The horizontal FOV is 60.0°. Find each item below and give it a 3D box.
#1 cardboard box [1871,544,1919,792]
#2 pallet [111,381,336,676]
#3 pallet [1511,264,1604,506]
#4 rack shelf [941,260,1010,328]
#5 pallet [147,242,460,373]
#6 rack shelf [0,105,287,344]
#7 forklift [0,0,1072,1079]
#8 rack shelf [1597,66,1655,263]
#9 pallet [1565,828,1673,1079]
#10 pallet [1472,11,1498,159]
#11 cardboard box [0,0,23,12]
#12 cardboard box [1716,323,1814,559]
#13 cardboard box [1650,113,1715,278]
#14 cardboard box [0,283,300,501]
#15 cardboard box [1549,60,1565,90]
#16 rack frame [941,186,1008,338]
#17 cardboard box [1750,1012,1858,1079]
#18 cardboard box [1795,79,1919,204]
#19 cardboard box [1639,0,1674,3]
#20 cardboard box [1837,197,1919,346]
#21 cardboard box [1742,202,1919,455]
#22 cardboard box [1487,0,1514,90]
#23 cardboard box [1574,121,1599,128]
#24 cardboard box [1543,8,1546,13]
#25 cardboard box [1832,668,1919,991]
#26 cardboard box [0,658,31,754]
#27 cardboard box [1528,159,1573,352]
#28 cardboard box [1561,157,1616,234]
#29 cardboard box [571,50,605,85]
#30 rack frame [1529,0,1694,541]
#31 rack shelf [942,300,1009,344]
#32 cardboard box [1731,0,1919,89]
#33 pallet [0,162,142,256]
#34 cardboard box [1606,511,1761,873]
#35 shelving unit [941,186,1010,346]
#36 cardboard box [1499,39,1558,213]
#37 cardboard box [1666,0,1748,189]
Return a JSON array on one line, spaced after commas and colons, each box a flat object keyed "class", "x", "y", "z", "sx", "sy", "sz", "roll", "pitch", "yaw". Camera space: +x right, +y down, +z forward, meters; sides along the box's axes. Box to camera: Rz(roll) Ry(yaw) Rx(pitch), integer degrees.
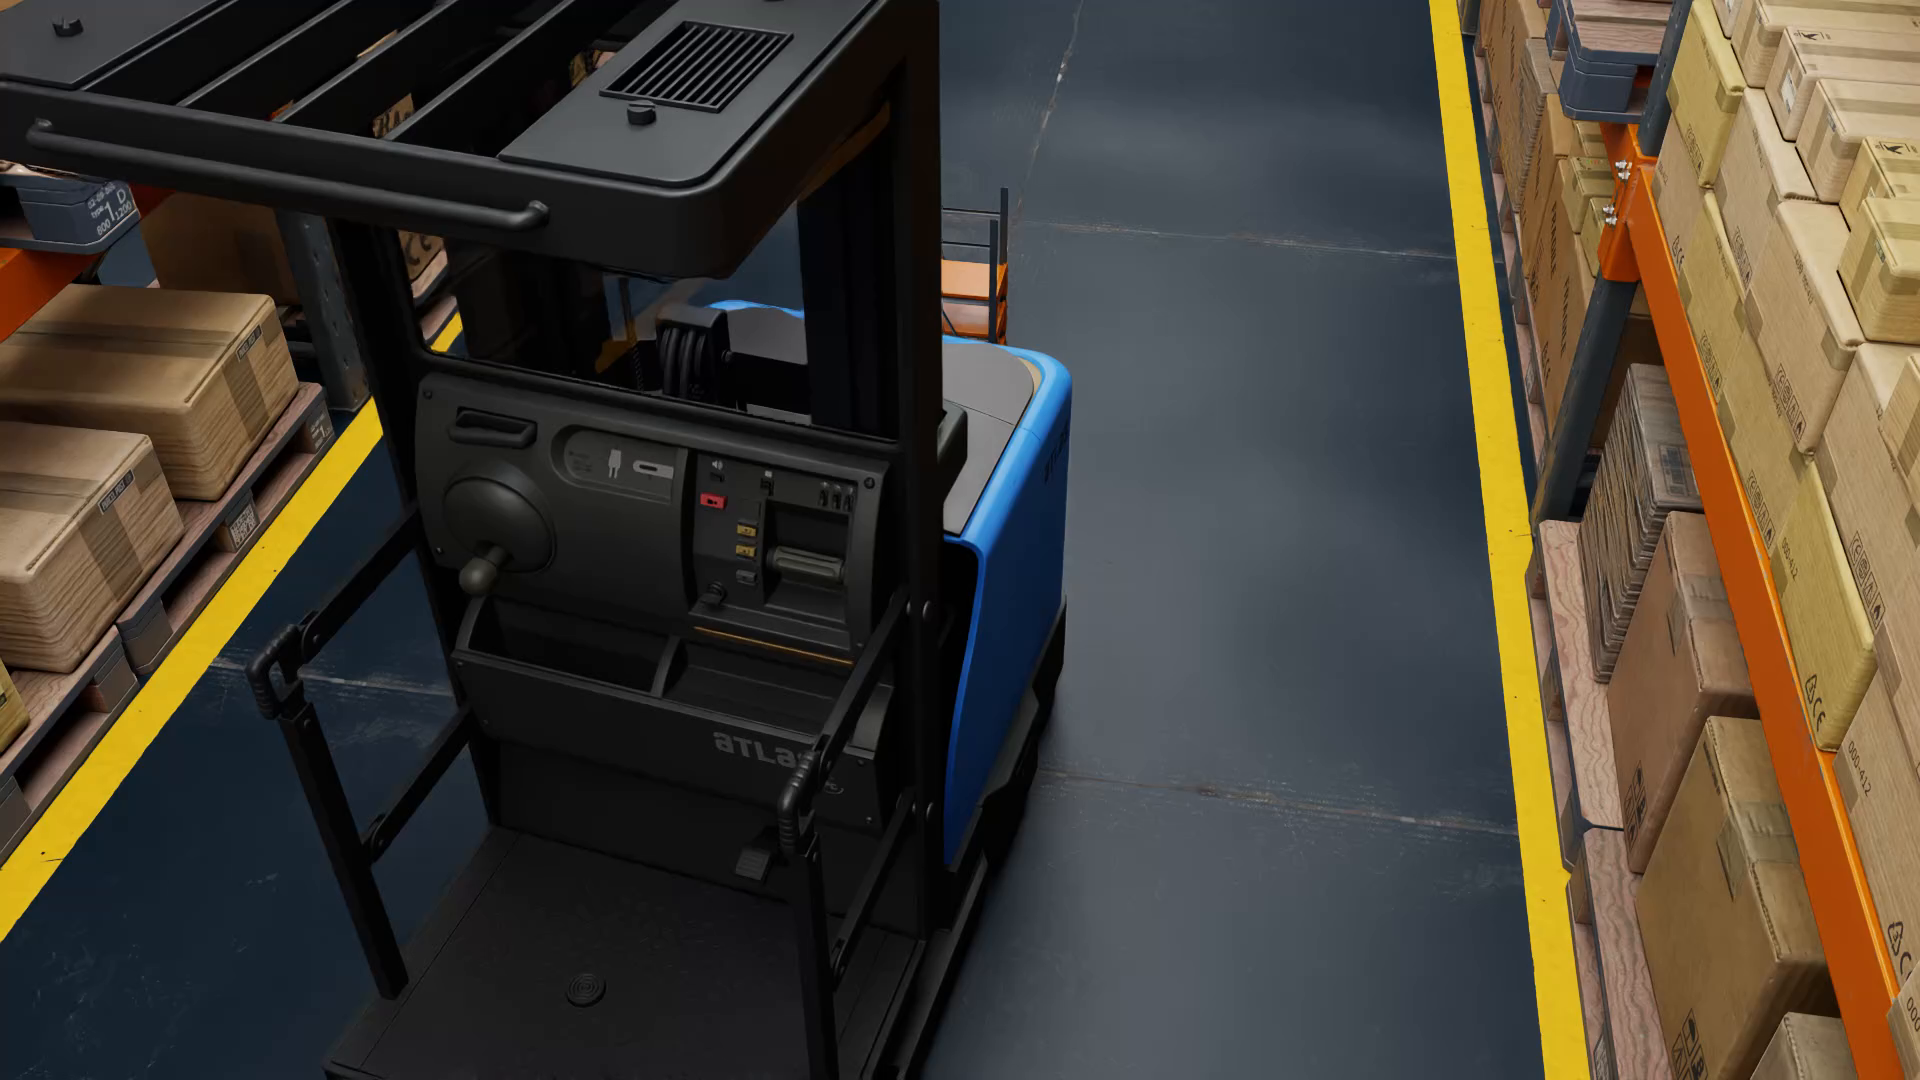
[{"class": "cardboard box", "x": 1.627, "y": 0.257, "z": 2.311, "sx": 0.500, "sy": 0.250, "sz": 0.500, "roll": 7, "pitch": 40, "yaw": 9}, {"class": "pallet", "x": -2.716, "y": -0.119, "z": 5.228, "sx": 1.003, "sy": 0.211, "sz": 1.213, "roll": 6, "pitch": 40, "yaw": 8}, {"class": "pallet", "x": 2.476, "y": -0.528, "z": 5.724, "sx": 1.003, "sy": 0.211, "sz": 1.213, "roll": 6, "pitch": 40, "yaw": 8}, {"class": "rack shelf", "x": -0.003, "y": -0.697, "z": 4.656, "sx": 0.258, "sy": 0.103, "sz": 0.180, "roll": 6, "pitch": 40, "yaw": 8}, {"class": "pallet", "x": -2.369, "y": -1.096, "z": 6.409, "sx": 1.003, "sy": 0.211, "sz": 1.213, "roll": 6, "pitch": 40, "yaw": 8}, {"class": "rack shelf", "x": -2.926, "y": -0.151, "z": 3.644, "sx": 1.077, "sy": 0.370, "sz": 4.000, "roll": 6, "pitch": 40, "yaw": 8}, {"class": "forklift", "x": -0.649, "y": 0.038, "z": 2.903, "sx": 1.130, "sy": 2.935, "sz": 3.031, "roll": 12, "pitch": 41, "yaw": 14}, {"class": "rack shelf", "x": 2.656, "y": -2.117, "z": 6.021, "sx": 1.077, "sy": 0.370, "sz": 4.000, "roll": 6, "pitch": 40, "yaw": 8}, {"class": "pallet", "x": 1.916, "y": 1.212, "z": 3.619, "sx": 1.003, "sy": 0.211, "sz": 1.213, "roll": 6, "pitch": 40, "yaw": 8}, {"class": "pallet", "x": 2.899, "y": -2.060, "z": 7.576, "sx": 1.003, "sy": 0.211, "sz": 1.213, "roll": 6, "pitch": 40, "yaw": 8}, {"class": "cardboard box", "x": -2.463, "y": -1.357, "z": 3.896, "sx": 0.500, "sy": 0.500, "sz": 0.500, "roll": 6, "pitch": 40, "yaw": 7}, {"class": "cardboard box", "x": 1.818, "y": -0.190, "z": 3.244, "sx": 0.500, "sy": 0.250, "sz": 0.500, "roll": 5, "pitch": 40, "yaw": 6}, {"class": "cardboard box", "x": 1.993, "y": -0.829, "z": 4.017, "sx": 0.500, "sy": 0.250, "sz": 0.500, "roll": 7, "pitch": 40, "yaw": 8}, {"class": "cardboard box", "x": -2.687, "y": -0.479, "z": 5.208, "sx": 0.950, "sy": 0.372, "sz": 0.625, "roll": 4, "pitch": 40, "yaw": 5}, {"class": "cardboard box", "x": 2.403, "y": -1.754, "z": 6.141, "sx": 0.380, "sy": 0.149, "sz": 0.250, "roll": 5, "pitch": 40, "yaw": 6}, {"class": "rack frame", "x": 0.013, "y": -0.511, "z": 4.926, "sx": 0.240, "sy": 1.200, "sz": 0.006, "roll": 6, "pitch": 40, "yaw": 8}, {"class": "cardboard box", "x": 1.839, "y": 1.310, "z": 2.845, "sx": 0.875, "sy": 0.625, "sz": 0.625, "roll": 6, "pitch": 40, "yaw": 7}, {"class": "cardboard box", "x": 1.868, "y": -0.763, "z": 3.231, "sx": 0.380, "sy": 0.149, "sz": 0.250, "roll": 7, "pitch": 40, "yaw": 8}, {"class": "cardboard box", "x": 2.046, "y": -1.658, "z": 4.769, "sx": 0.380, "sy": 0.149, "sz": 0.250, "roll": 7, "pitch": 40, "yaw": 8}, {"class": "cardboard box", "x": 1.752, "y": -0.449, "z": 2.851, "sx": 0.380, "sy": 0.149, "sz": 0.250, "roll": 7, "pitch": 40, "yaw": 9}, {"class": "cardboard box", "x": 1.796, "y": -0.382, "z": 3.083, "sx": 0.500, "sy": 0.250, "sz": 0.500, "roll": 5, "pitch": 40, "yaw": 7}, {"class": "cardboard box", "x": 2.614, "y": -2.234, "z": 7.230, "sx": 0.500, "sy": 0.500, "sz": 0.500, "roll": 6, "pitch": 40, "yaw": 7}, {"class": "cardboard box", "x": 2.342, "y": -1.421, "z": 5.738, "sx": 0.380, "sy": 0.149, "sz": 0.250, "roll": 8, "pitch": 40, "yaw": 9}, {"class": "cardboard box", "x": 2.559, "y": -2.231, "z": 6.717, "sx": 0.380, "sy": 0.149, "sz": 0.250, "roll": 6, "pitch": 40, "yaw": 8}, {"class": "cardboard box", "x": 1.645, "y": 0.460, "z": 2.457, "sx": 0.500, "sy": 0.250, "sz": 0.500, "roll": 7, "pitch": 40, "yaw": 8}, {"class": "cardboard box", "x": -2.944, "y": 0.460, "z": 4.072, "sx": 0.950, "sy": 0.372, "sz": 0.625, "roll": 8, "pitch": 40, "yaw": 9}, {"class": "cardboard box", "x": 2.268, "y": -0.939, "z": 5.664, "sx": 0.500, "sy": 0.500, "sz": 0.500, "roll": 6, "pitch": 40, "yaw": 7}, {"class": "cardboard box", "x": 2.163, "y": -1.100, "z": 5.349, "sx": 0.380, "sy": 0.149, "sz": 0.250, "roll": 4, "pitch": 40, "yaw": 5}, {"class": "cardboard box", "x": -2.064, "y": -2.571, "z": 7.344, "sx": 0.875, "sy": 0.875, "sz": 0.875, "roll": 7, "pitch": 40, "yaw": 9}, {"class": "rack frame", "x": 2.310, "y": -1.139, "z": 4.273, "sx": 1.000, "sy": 3.000, "sz": 0.127, "roll": 6, "pitch": 40, "yaw": 8}, {"class": "rack shelf", "x": -0.003, "y": -0.604, "z": 4.732, "sx": 0.258, "sy": 0.103, "sz": 0.180, "roll": 6, "pitch": 40, "yaw": 8}, {"class": "cardboard box", "x": 1.920, "y": -1.092, "z": 3.629, "sx": 0.380, "sy": 0.149, "sz": 0.250, "roll": 7, "pitch": 40, "yaw": 9}, {"class": "pallet", "x": -2.598, "y": -1.151, "z": 4.438, "sx": 1.213, "sy": 0.211, "sz": 1.003, "roll": 6, "pitch": 40, "yaw": 8}, {"class": "cardboard box", "x": 2.083, "y": 0.415, "z": 3.927, "sx": 0.875, "sy": 0.625, "sz": 0.625, "roll": 8, "pitch": 40, "yaw": 9}, {"class": "shelving unit", "x": -0.003, "y": -0.453, "z": 4.857, "sx": 0.258, "sy": 1.200, "sz": 0.189, "roll": 6, "pitch": 40, "yaw": 8}, {"class": "cardboard box", "x": 2.428, "y": -1.596, "z": 6.458, "sx": 0.500, "sy": 0.500, "sz": 0.500, "roll": 5, "pitch": 40, "yaw": 6}, {"class": "cardboard box", "x": 1.968, "y": -1.025, "z": 3.861, "sx": 0.500, "sy": 0.250, "sz": 0.500, "roll": 6, "pitch": 40, "yaw": 8}]
